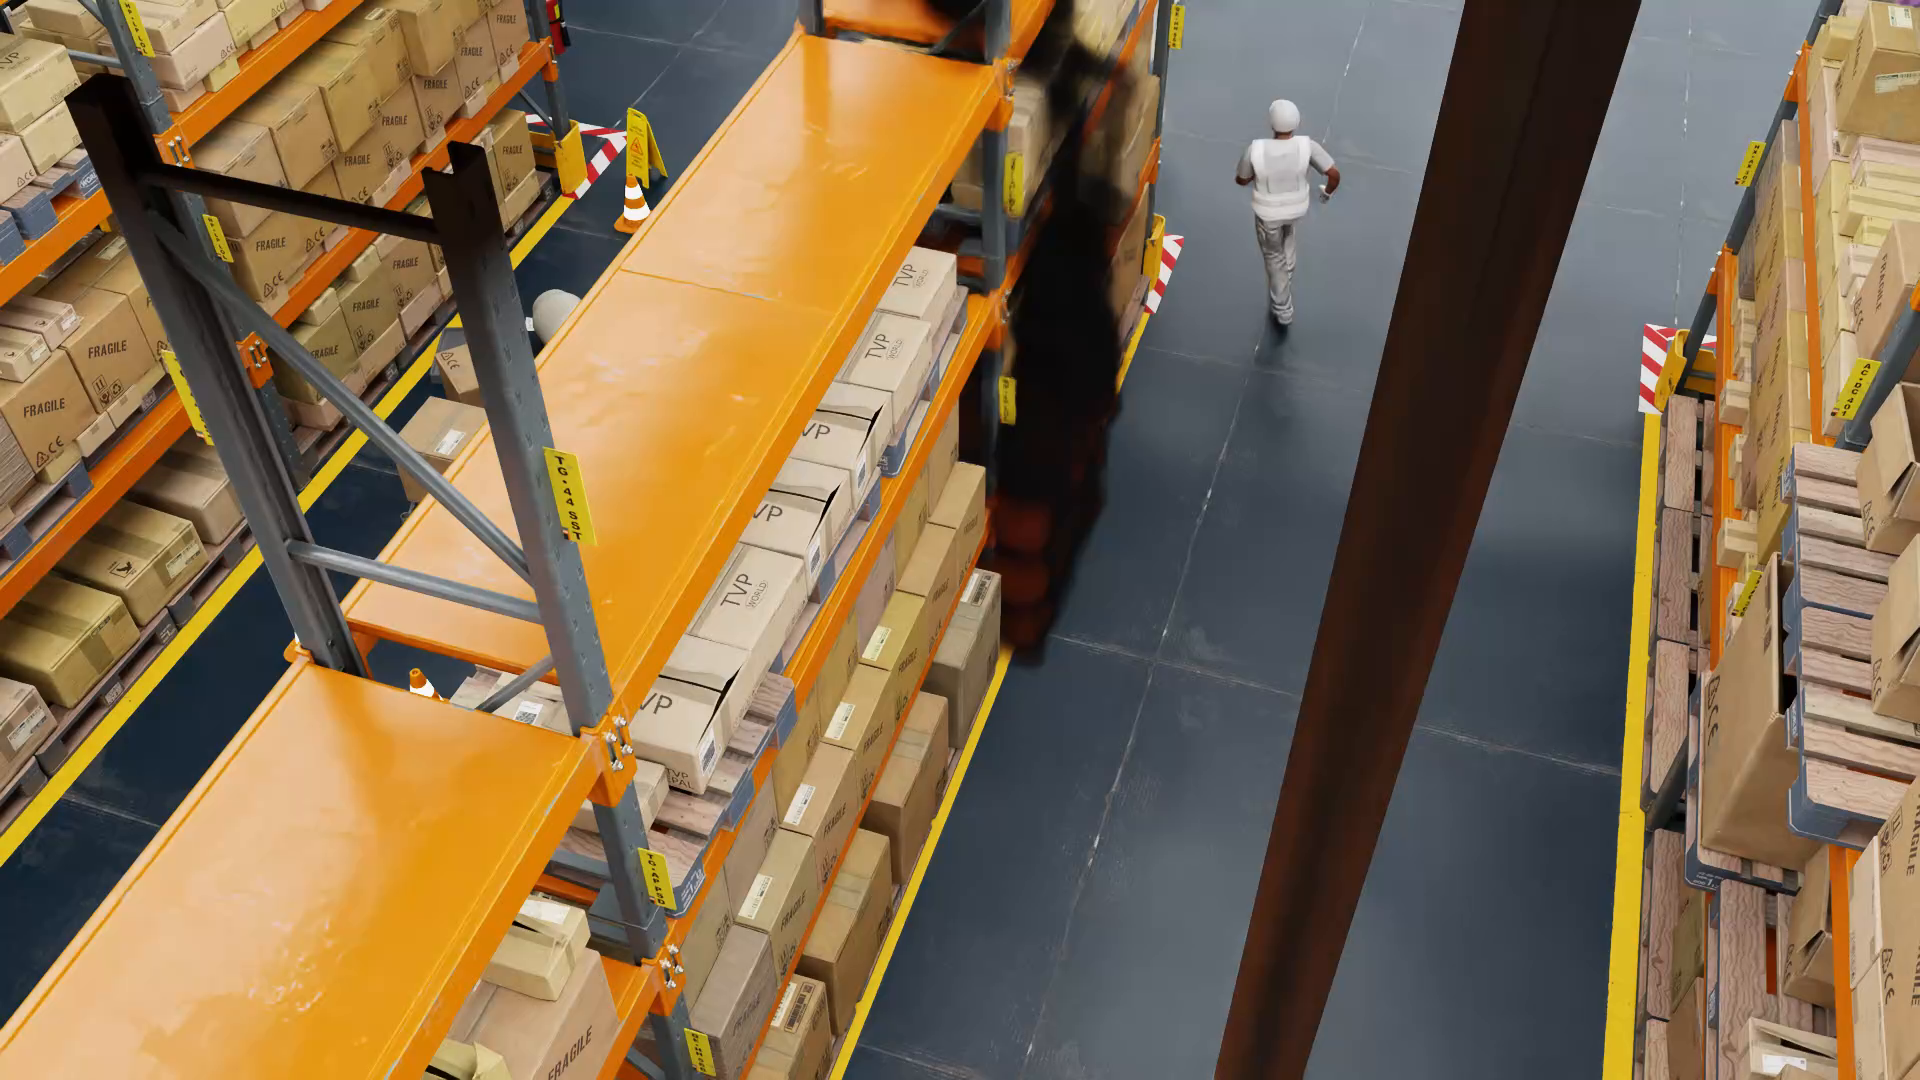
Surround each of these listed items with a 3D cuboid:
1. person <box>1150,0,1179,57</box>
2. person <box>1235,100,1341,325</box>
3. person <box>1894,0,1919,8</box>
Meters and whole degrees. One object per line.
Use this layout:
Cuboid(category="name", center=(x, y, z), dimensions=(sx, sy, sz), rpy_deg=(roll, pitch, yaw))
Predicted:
Cuboid(category="person", center=(1.485, -4.291, 14.108), dimensions=(0.740, 1.746, 0.748), rpy_deg=(-18, 48, -17))
Cuboid(category="person", center=(2.354, -2.408, 12.288), dimensions=(0.686, 1.827, 0.701), rpy_deg=(-6, 46, -6))
Cuboid(category="person", center=(7.741, -4.063, 14.020), dimensions=(0.546, 1.546, 0.730), rpy_deg=(-29, 52, -25))
